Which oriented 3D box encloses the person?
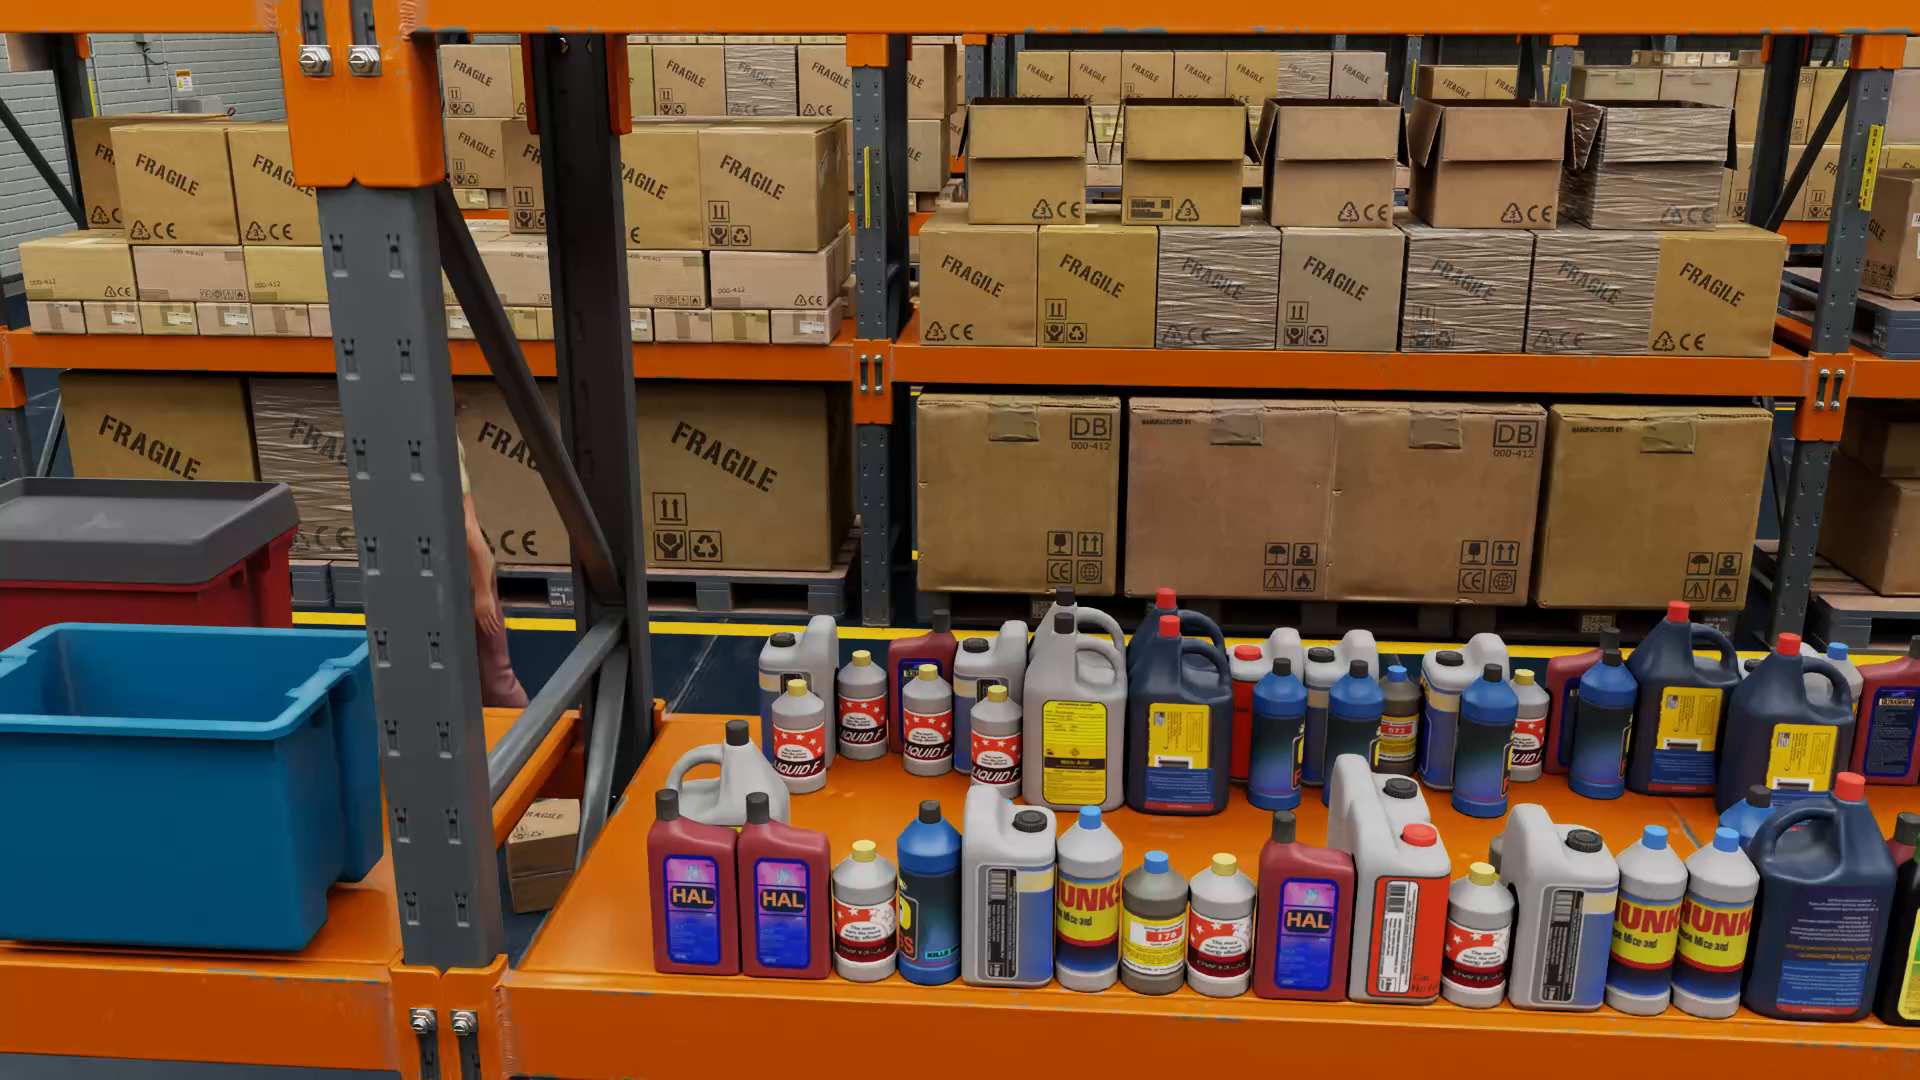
[{"bbox_3d":[-1.667,0.172,5.529,0.539,1.688,0.473,-4,18,-12],"label":"person"}]
